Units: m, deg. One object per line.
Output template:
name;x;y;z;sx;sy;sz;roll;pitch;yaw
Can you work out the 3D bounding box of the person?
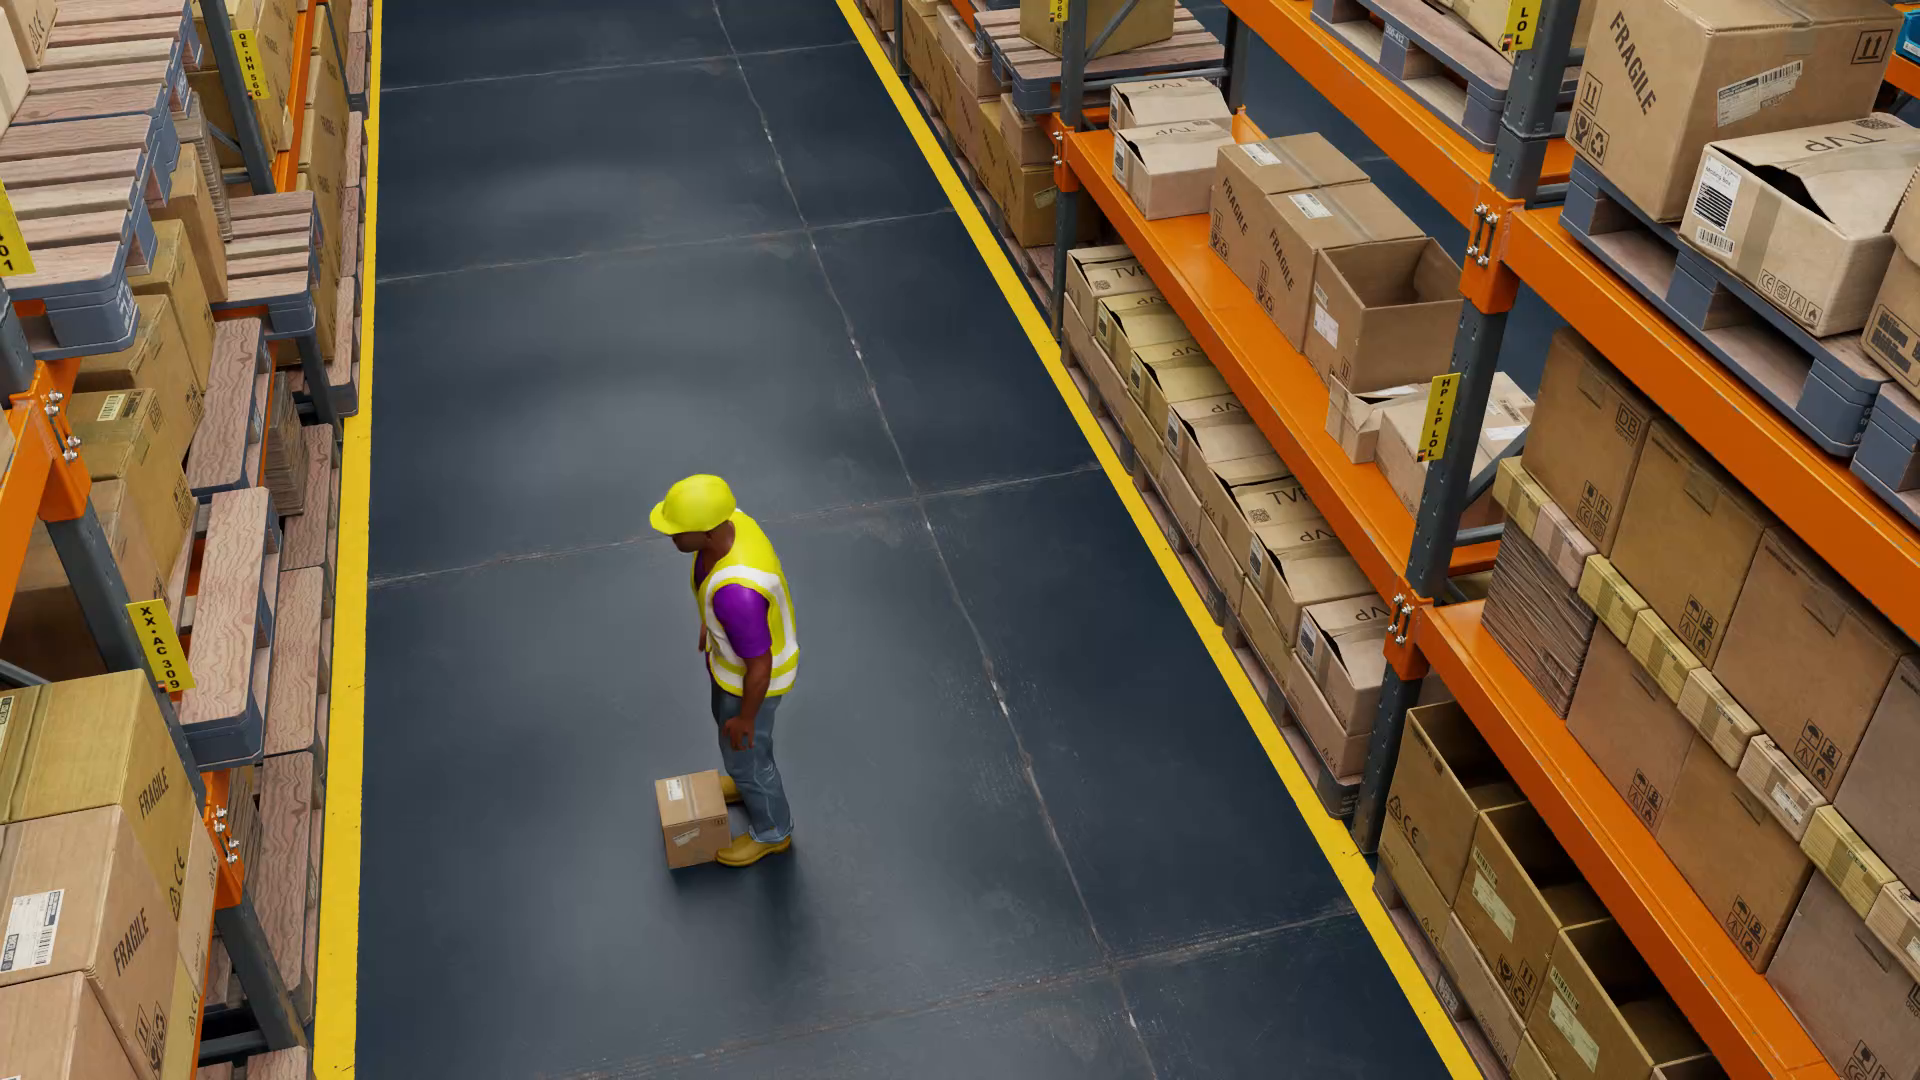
person;-0.827;0.466;6.103;0.457;1.761;0.638;-10;39;-12
